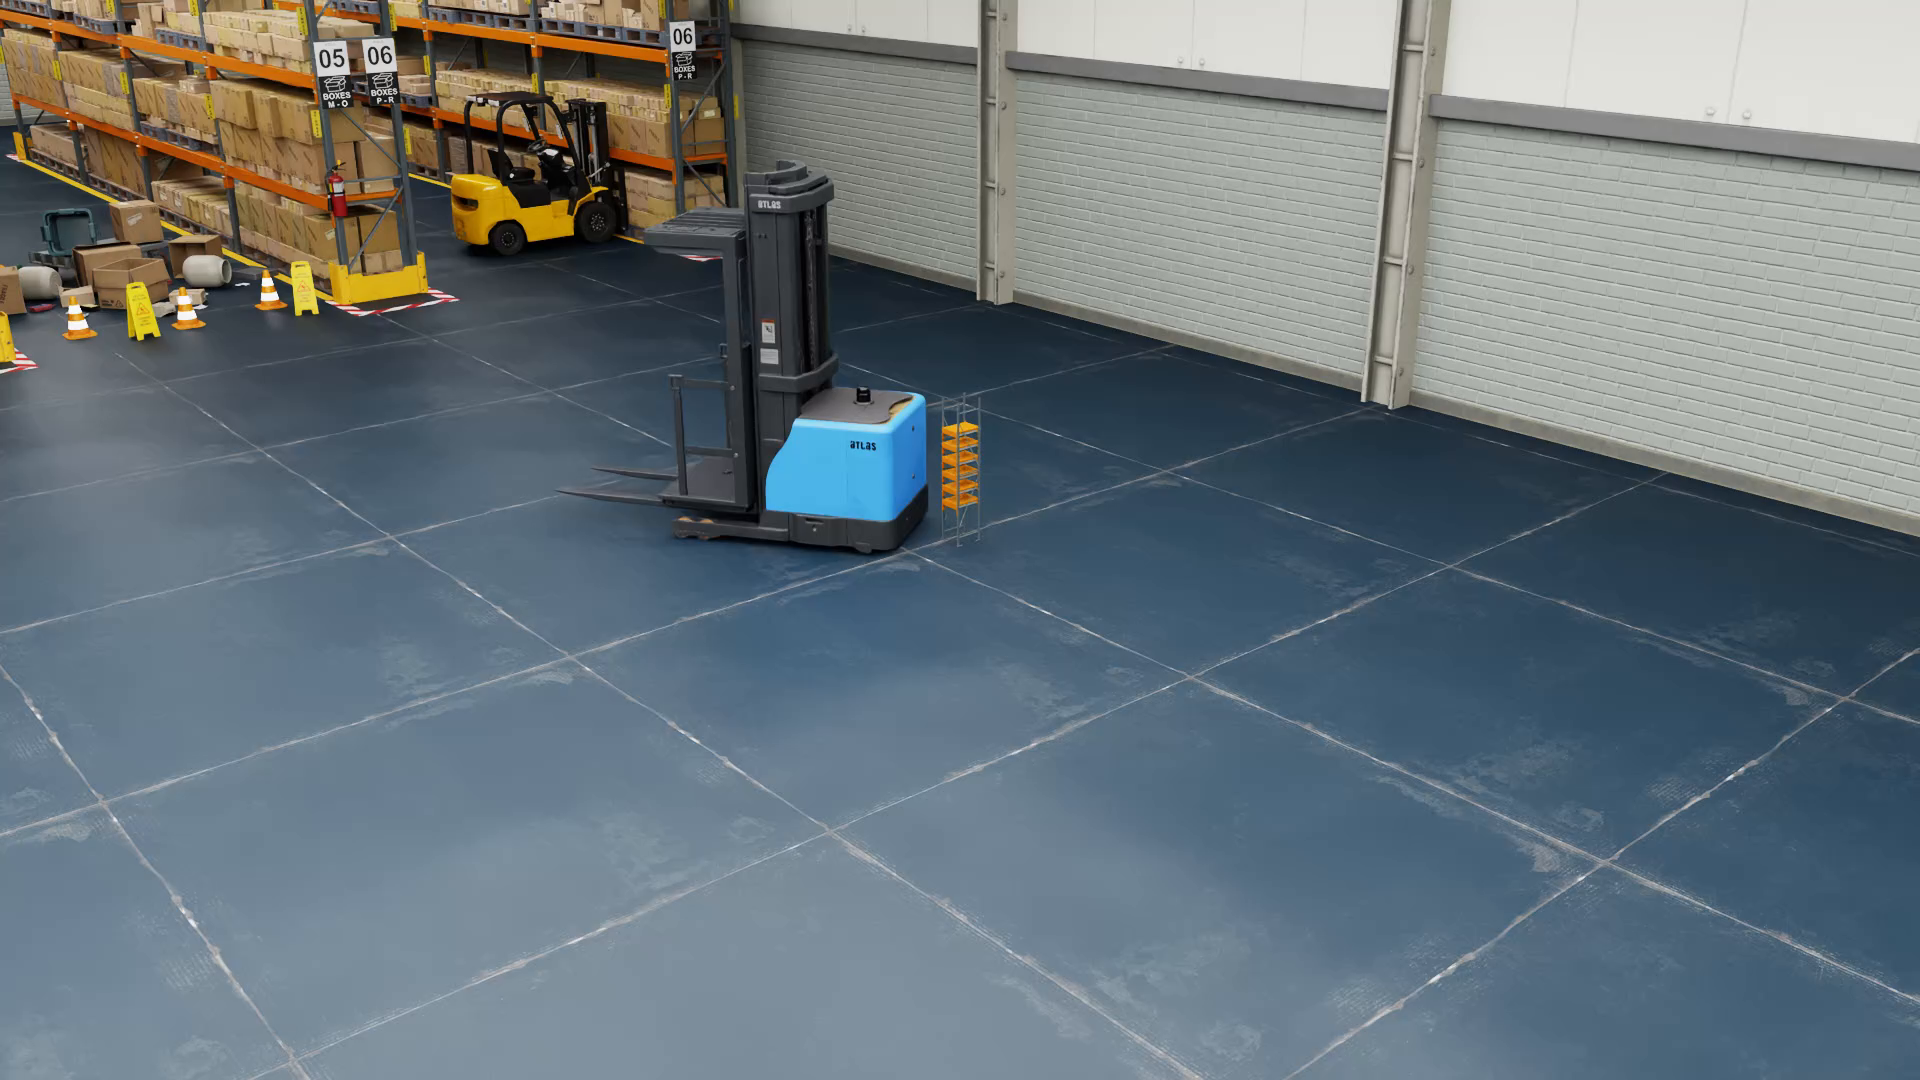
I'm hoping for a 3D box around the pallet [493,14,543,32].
[{"bbox_3d":[-6.886,-8.373,26.897,0.805,0.209,1.217,-19,28,-39],"label":"pallet"}]

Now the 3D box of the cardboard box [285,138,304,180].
[{"bbox_3d":[-8.333,-4.946,21.453,0.500,0.500,0.500,-17,27,-37],"label":"cardboard box"}]

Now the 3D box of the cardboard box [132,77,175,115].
[{"bbox_3d":[-12.551,-6.948,25.990,0.500,0.500,0.500,-18,28,-39],"label":"cardboard box"}]

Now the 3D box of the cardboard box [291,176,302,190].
[{"bbox_3d":[-8.445,-4.656,21.602,0.380,0.149,0.250,-17,27,-37],"label":"cardboard box"}]

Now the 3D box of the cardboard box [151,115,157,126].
[{"bbox_3d":[-12.295,-6.519,25.783,0.380,0.149,0.250,-20,29,-41],"label":"cardboard box"}]

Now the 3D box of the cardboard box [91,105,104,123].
[{"bbox_3d":[-14.212,-7.170,27.882,0.500,0.250,0.500,-18,28,-38],"label":"cardboard box"}]

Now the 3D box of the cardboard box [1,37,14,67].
[{"bbox_3d":[-17.793,-9.269,31.528,0.500,0.500,0.500,-18,28,-39],"label":"cardboard box"}]

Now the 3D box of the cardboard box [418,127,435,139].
[{"bbox_3d":[-9.627,-7.408,30.246,0.380,0.149,0.250,-19,28,-40],"label":"cardboard box"}]

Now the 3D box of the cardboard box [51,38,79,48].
[{"bbox_3d":[-15.812,-8.774,29.376,0.380,0.149,0.250,-17,27,-36],"label":"cardboard box"}]

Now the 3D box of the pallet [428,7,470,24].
[{"bbox_3d":[-8.400,-9.072,28.680,1.213,0.211,1.003,-16,26,-35],"label":"pallet"}]

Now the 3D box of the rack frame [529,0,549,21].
[{"bbox_3d":[-6.300,-9.618,25.701,1.000,3.000,0.127,-17,27,-37],"label":"rack frame"}]

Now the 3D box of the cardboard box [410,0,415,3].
[{"bbox_3d":[-9.479,-9.559,29.323,0.380,0.149,0.250,-18,28,-39],"label":"cardboard box"}]

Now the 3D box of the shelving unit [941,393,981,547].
[{"bbox_3d":[0.009,-0.555,13.255,0.258,1.200,0.189,-17,27,-37],"label":"shelving unit"}]

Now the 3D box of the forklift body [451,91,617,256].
[{"bbox_3d":[-6.309,-5.414,24.357,2.313,2.155,1.214,-17,27,-37],"label":"forklift body"}]

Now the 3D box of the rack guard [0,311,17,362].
[{"bbox_3d":[-11.115,-2.160,18.313,1.175,0.500,0.348,-17,27,-37],"label":"rack guard"}]

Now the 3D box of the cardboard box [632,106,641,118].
[{"bbox_3d":[-4.593,-6.318,24.475,0.380,0.149,0.250,-18,27,-38],"label":"cardboard box"}]

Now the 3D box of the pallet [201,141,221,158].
[{"bbox_3d":[-10.447,-5.798,24.438,1.003,0.211,1.213,-17,27,-37],"label":"pallet"}]

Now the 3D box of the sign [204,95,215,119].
[{"bbox_3d":[-10.476,-6.048,23.225,0.100,0.325,0.005,-17,27,-37],"label":"sign"}]

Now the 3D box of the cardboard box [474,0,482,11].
[{"bbox_3d":[-7.751,-8.791,27.334,0.380,0.149,0.250,-18,28,-38],"label":"cardboard box"}]

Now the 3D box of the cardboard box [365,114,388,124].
[{"bbox_3d":[-11.250,-8.148,32.136,0.380,0.149,0.250,-18,28,-39],"label":"cardboard box"}]

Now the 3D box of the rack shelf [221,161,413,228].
[{"bbox_3d":[-8.753,-4.754,22.496,1.077,0.370,4.000,-17,27,-37],"label":"rack shelf"}]

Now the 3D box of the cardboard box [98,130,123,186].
[{"bbox_3d":[-14.219,-6.658,28.708,0.875,0.875,0.875,-16,27,-36],"label":"cardboard box"}]

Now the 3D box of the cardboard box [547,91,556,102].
[{"bbox_3d":[-6.291,-7.022,26.274,0.380,0.149,0.250,-18,28,-38],"label":"cardboard box"}]

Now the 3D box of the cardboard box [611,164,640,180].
[{"bbox_3d":[-5.226,-5.572,25.420,0.500,0.250,0.500,-18,28,-38],"label":"cardboard box"}]

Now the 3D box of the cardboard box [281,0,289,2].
[{"bbox_3d":[-13.494,-10.971,33.614,0.380,0.149,0.250,-18,27,-38],"label":"cardboard box"}]

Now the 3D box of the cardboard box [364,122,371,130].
[{"bbox_3d":[-11.377,-7.879,32.340,0.500,0.500,0.500,-16,26,-35],"label":"cardboard box"}]

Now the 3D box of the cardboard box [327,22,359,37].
[{"bbox_3d":[-7.701,-6.400,20.850,0.380,0.149,0.250,-18,27,-38],"label":"cardboard box"}]

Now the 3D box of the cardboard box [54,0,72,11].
[{"bbox_3d":[-14.924,-9.178,27.979,0.500,0.500,0.500,-18,28,-38],"label":"cardboard box"}]

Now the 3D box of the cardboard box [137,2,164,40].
[{"bbox_3d":[-12.058,-7.926,25.357,0.700,0.500,0.500,-17,27,-37],"label":"cardboard box"}]

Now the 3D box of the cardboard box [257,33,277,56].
[{"bbox_3d":[-8.655,-6.361,21.296,0.500,0.250,0.500,-17,27,-36],"label":"cardboard box"}]

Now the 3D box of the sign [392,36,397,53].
[{"bbox_3d":[-11.104,-9.707,32.567,0.100,0.325,0.005,-17,27,-37],"label":"sign"}]

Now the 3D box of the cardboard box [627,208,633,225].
[{"bbox_3d":[-4.872,-4.969,25.253,0.500,0.250,0.500,-17,27,-37],"label":"cardboard box"}]

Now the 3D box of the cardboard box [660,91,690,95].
[{"bbox_3d":[-4.225,-6.572,24.716,0.380,0.149,0.250,-17,27,-37],"label":"cardboard box"}]

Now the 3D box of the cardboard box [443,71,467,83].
[{"bbox_3d":[-8.751,-8.047,28.889,0.380,0.149,0.250,-17,27,-36],"label":"cardboard box"}]

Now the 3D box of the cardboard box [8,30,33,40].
[{"bbox_3d":[-17.561,-9.453,31.108,0.380,0.149,0.250,-16,27,-36],"label":"cardboard box"}]

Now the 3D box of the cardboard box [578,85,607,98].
[{"bbox_3d":[-5.624,-6.873,25.484,0.380,0.149,0.250,-18,28,-38],"label":"cardboard box"}]

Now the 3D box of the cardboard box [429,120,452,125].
[{"bbox_3d":[-9.706,-7.769,31.168,0.380,0.149,0.250,-18,28,-39],"label":"cardboard box"}]

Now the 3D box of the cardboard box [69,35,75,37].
[{"bbox_3d":[-15.935,-9.106,30.224,0.380,0.149,0.250,-18,28,-39],"label":"cardboard box"}]

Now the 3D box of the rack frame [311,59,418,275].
[{"bbox_3d":[-7.447,-4.537,20.954,1.000,3.000,0.127,-17,27,-37],"label":"rack frame"}]

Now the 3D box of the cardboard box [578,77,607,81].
[{"bbox_3d":[-5.863,-7.295,26.563,0.380,0.149,0.250,-17,27,-37],"label":"cardboard box"}]

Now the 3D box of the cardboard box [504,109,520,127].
[{"bbox_3d":[-7.160,-6.969,27.370,0.500,0.250,0.500,-18,27,-38],"label":"cardboard box"}]

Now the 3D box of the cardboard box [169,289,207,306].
[{"bbox_3d":[-9.832,-3.090,21.170,0.380,0.149,0.250,-4,22,-10],"label":"cardboard box"}]

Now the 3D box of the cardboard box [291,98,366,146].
[{"bbox_3d":[-7.946,-5.277,20.927,0.700,0.500,0.500,-18,28,-39],"label":"cardboard box"}]

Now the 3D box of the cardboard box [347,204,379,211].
[{"bbox_3d":[-8.125,-4.240,22.362,0.500,0.500,0.500,-19,28,-39],"label":"cardboard box"}]

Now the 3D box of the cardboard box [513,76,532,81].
[{"bbox_3d":[-7.327,-7.754,28.141,0.380,0.149,0.250,-17,27,-37],"label":"cardboard box"}]

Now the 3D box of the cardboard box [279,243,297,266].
[{"bbox_3d":[-8.856,-3.900,22.522,0.500,0.250,0.500,-19,28,-39],"label":"cardboard box"}]

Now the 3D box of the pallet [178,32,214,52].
[{"bbox_3d":[-10.380,-7.147,23.763,1.213,0.211,1.003,-17,27,-37],"label":"pallet"}]

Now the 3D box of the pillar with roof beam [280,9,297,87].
[{"bbox_3d":[-18.472,-12.868,33.999,9.100,9.000,0.400,-17,27,-37],"label":"pillar with roof beam"}]

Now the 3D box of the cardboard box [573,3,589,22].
[{"bbox_3d":[-5.561,-7.918,24.946,0.396,0.266,0.258,-18,28,-39],"label":"cardboard box"}]

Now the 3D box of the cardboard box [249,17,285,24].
[{"bbox_3d":[-9.022,-6.718,21.662,0.380,0.149,0.250,-17,27,-36],"label":"cardboard box"}]

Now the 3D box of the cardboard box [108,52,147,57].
[{"bbox_3d":[-14.139,-8.015,28.326,0.500,0.500,0.500,-16,27,-36],"label":"cardboard box"}]

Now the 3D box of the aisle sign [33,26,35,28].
[{"bbox_3d":[-17.703,-10.261,32.005,0.394,0.787,0.004,-17,27,-37],"label":"aisle sign"}]

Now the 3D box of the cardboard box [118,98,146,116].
[{"bbox_3d":[-13.178,-6.983,26.721,0.500,0.250,0.500,-18,27,-38],"label":"cardboard box"}]

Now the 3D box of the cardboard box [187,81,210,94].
[{"bbox_3d":[-10.990,-6.586,24.175,0.380,0.149,0.250,-18,28,-39],"label":"cardboard box"}]

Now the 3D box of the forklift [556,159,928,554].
[{"bbox_3d":[-1.843,-1.542,13.401,3.031,2.935,1.130,6,22,15],"label":"forklift"}]

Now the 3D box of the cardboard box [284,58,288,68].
[{"bbox_3d":[-8.342,-6.077,21.117,0.380,0.149,0.250,-17,27,-37],"label":"cardboard box"}]

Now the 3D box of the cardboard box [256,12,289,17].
[{"bbox_3d":[-9.356,-7.110,22.663,0.380,0.149,0.250,-17,27,-36],"label":"cardboard box"}]

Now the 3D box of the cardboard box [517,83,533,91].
[{"bbox_3d":[-6.993,-7.362,27.140,0.380,0.149,0.250,-17,27,-37],"label":"cardboard box"}]

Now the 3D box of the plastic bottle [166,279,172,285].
[{"bbox_3d":[-10.636,-3.471,22.261,0.133,0.061,0.283,-12,25,-28],"label":"plastic bottle"}]
